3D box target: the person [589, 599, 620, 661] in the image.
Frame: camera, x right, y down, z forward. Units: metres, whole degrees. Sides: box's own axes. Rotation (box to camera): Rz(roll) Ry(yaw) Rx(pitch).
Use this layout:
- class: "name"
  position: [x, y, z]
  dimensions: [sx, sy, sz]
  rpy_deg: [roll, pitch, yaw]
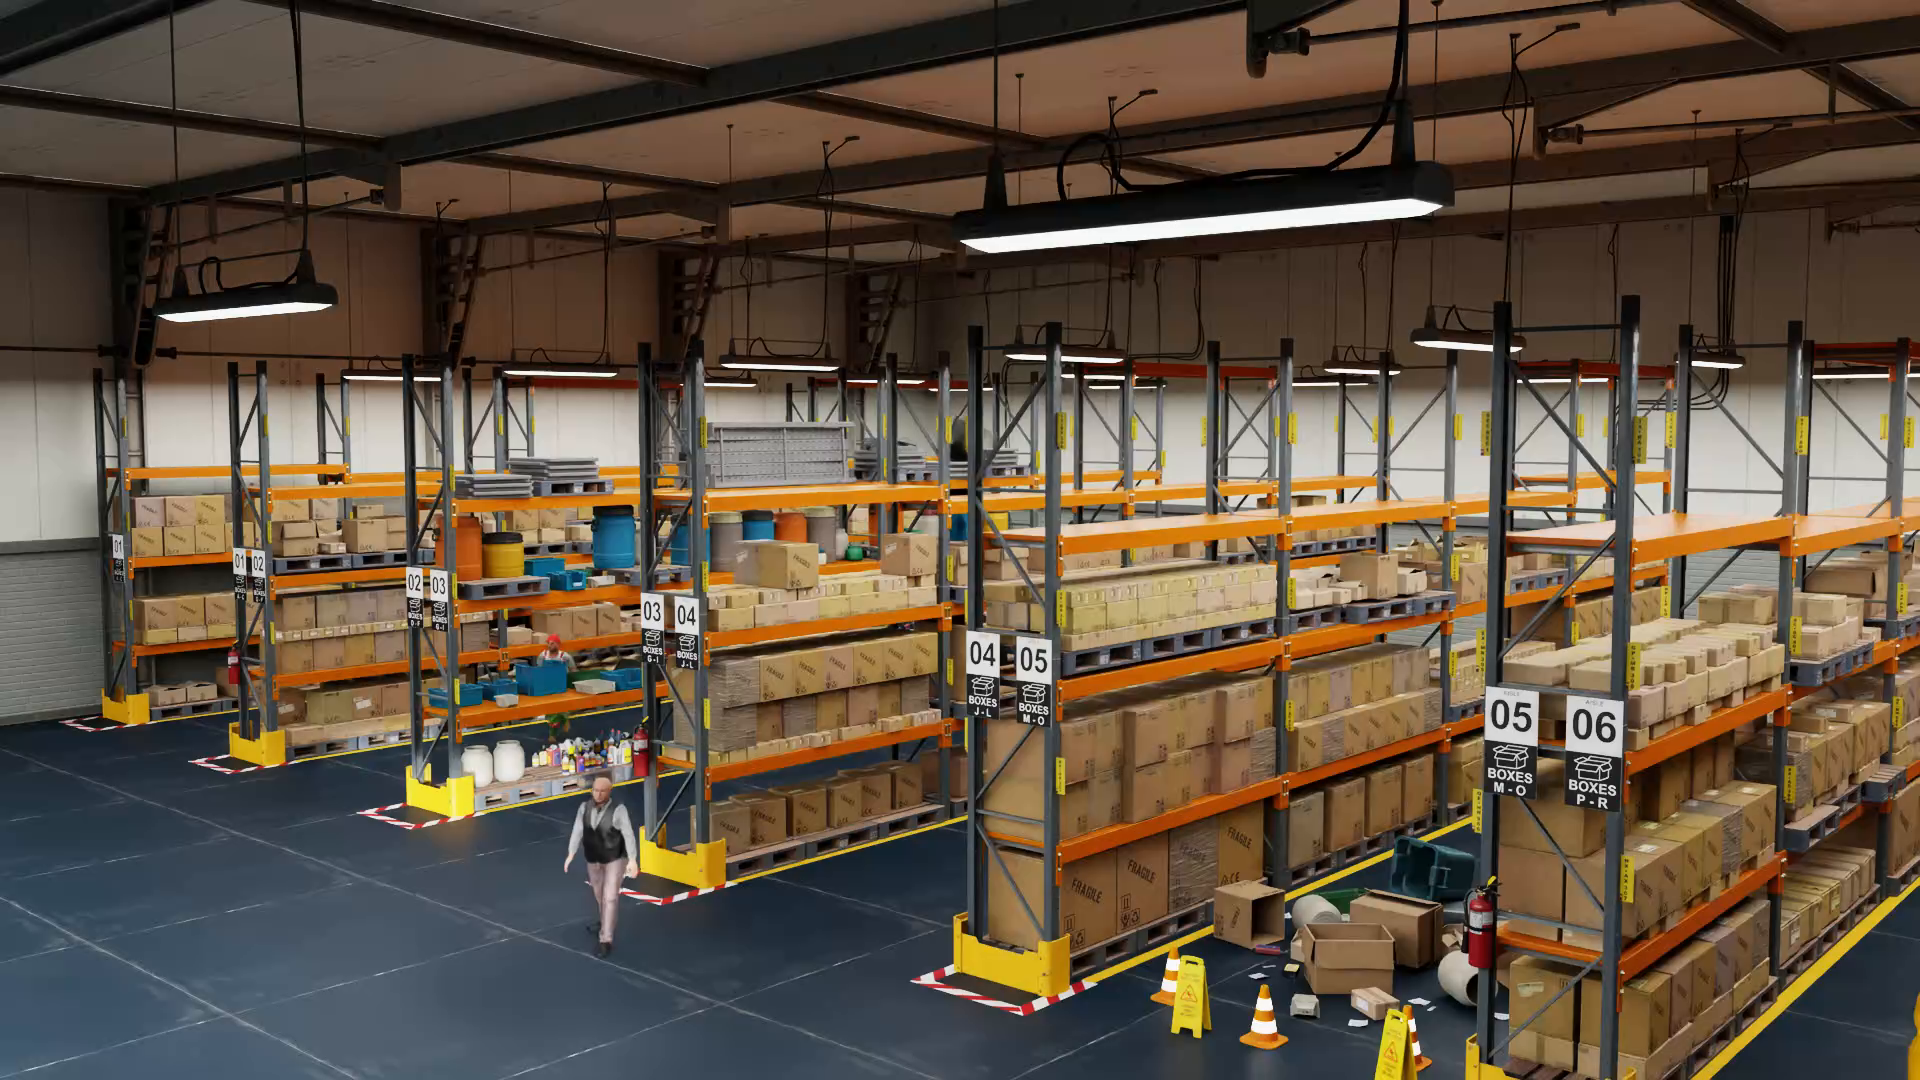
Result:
- class: "person"
  position: [-7.197, 1.859, 33.576]
  dimensions: [0.702, 1.716, 0.796]
  rpy_deg: [0, 4, -5]

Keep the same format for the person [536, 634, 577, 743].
- class: "person"
  position: [-6.444, 2.352, 26.610]
  dimensions: [0.649, 1.733, 0.626]
  rpy_deg: [1, 4, 14]

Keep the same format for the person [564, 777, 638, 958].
- class: "person"
  position: [-3.488, 3.130, 16.273]
  dimensions: [0.680, 1.678, 0.881]
  rpy_deg: [1, 4, 18]
